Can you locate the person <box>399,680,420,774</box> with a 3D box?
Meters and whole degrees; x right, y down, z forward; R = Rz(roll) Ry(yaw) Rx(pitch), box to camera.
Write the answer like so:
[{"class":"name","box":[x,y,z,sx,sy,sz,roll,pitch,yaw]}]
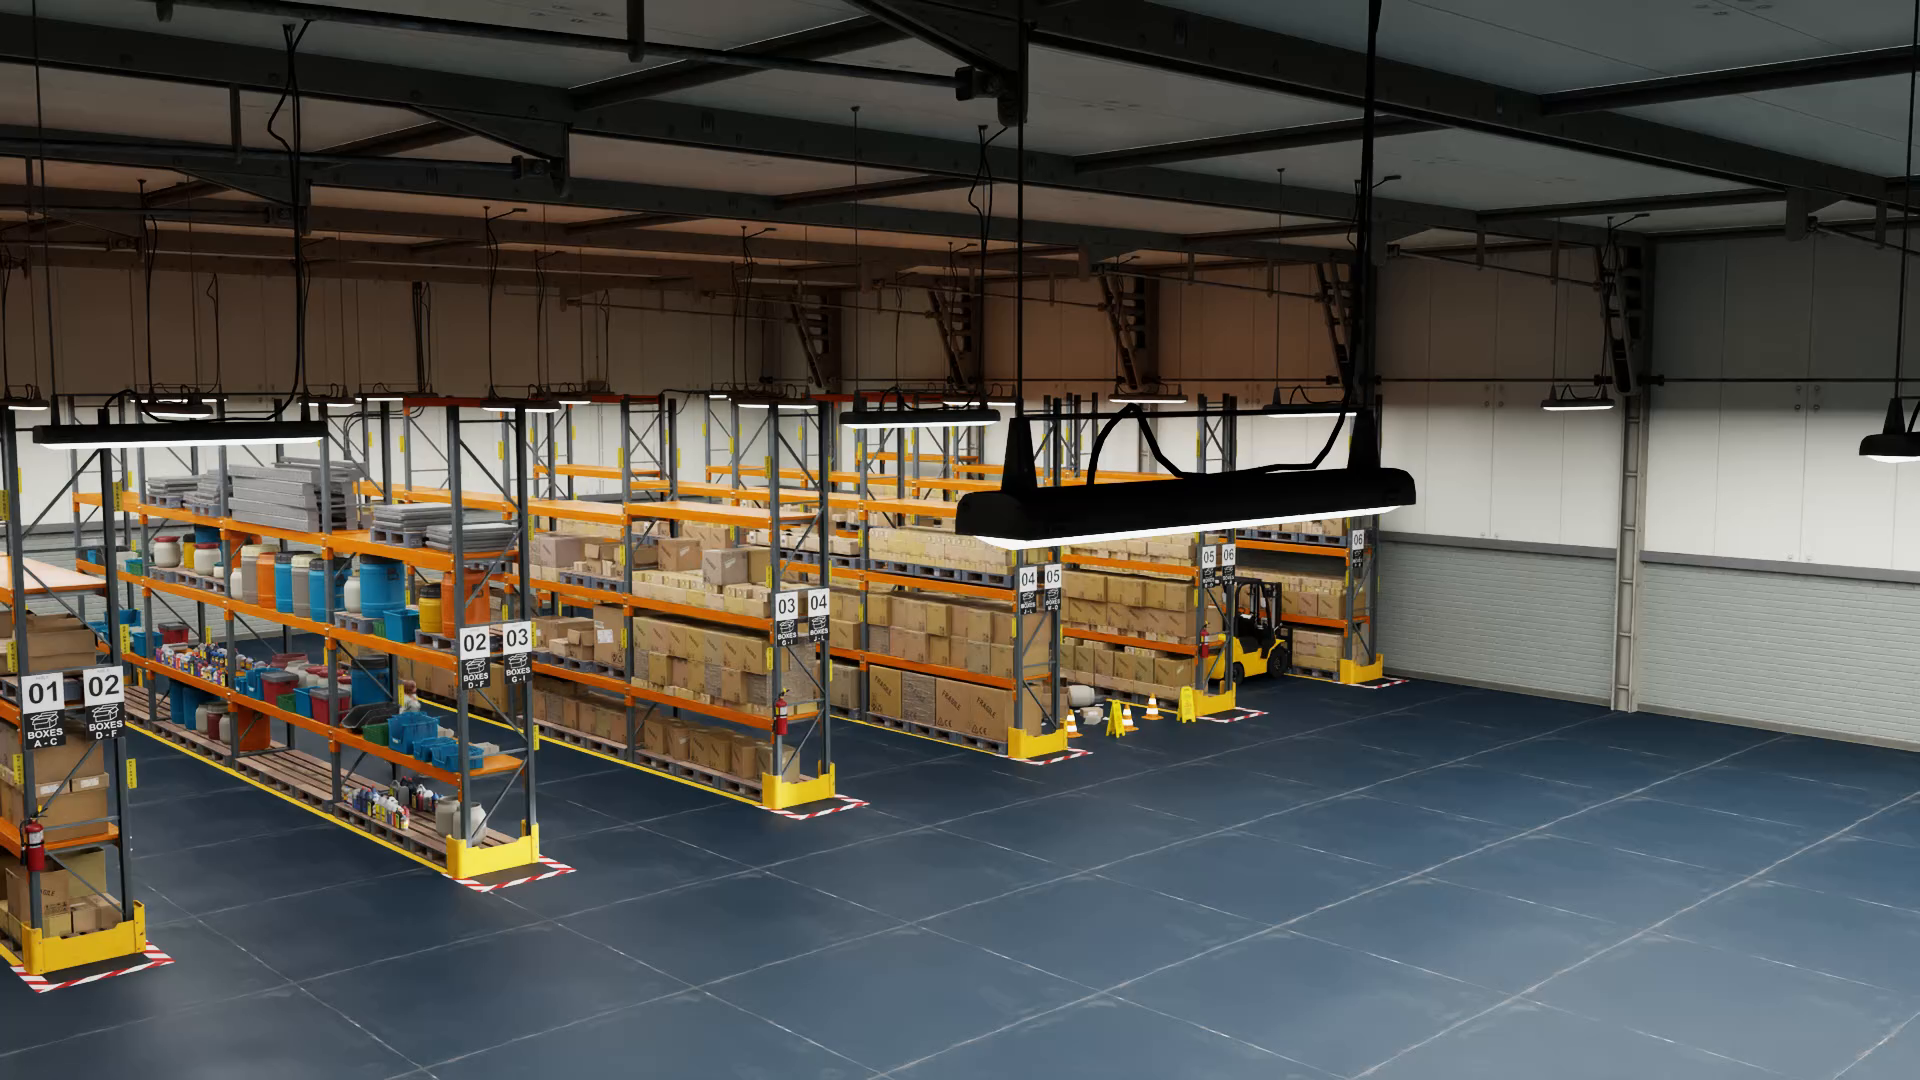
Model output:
[{"class":"person","box":[-8.853,2.953,26.522,0.826,1.488,0.477,2,6,22]}]
